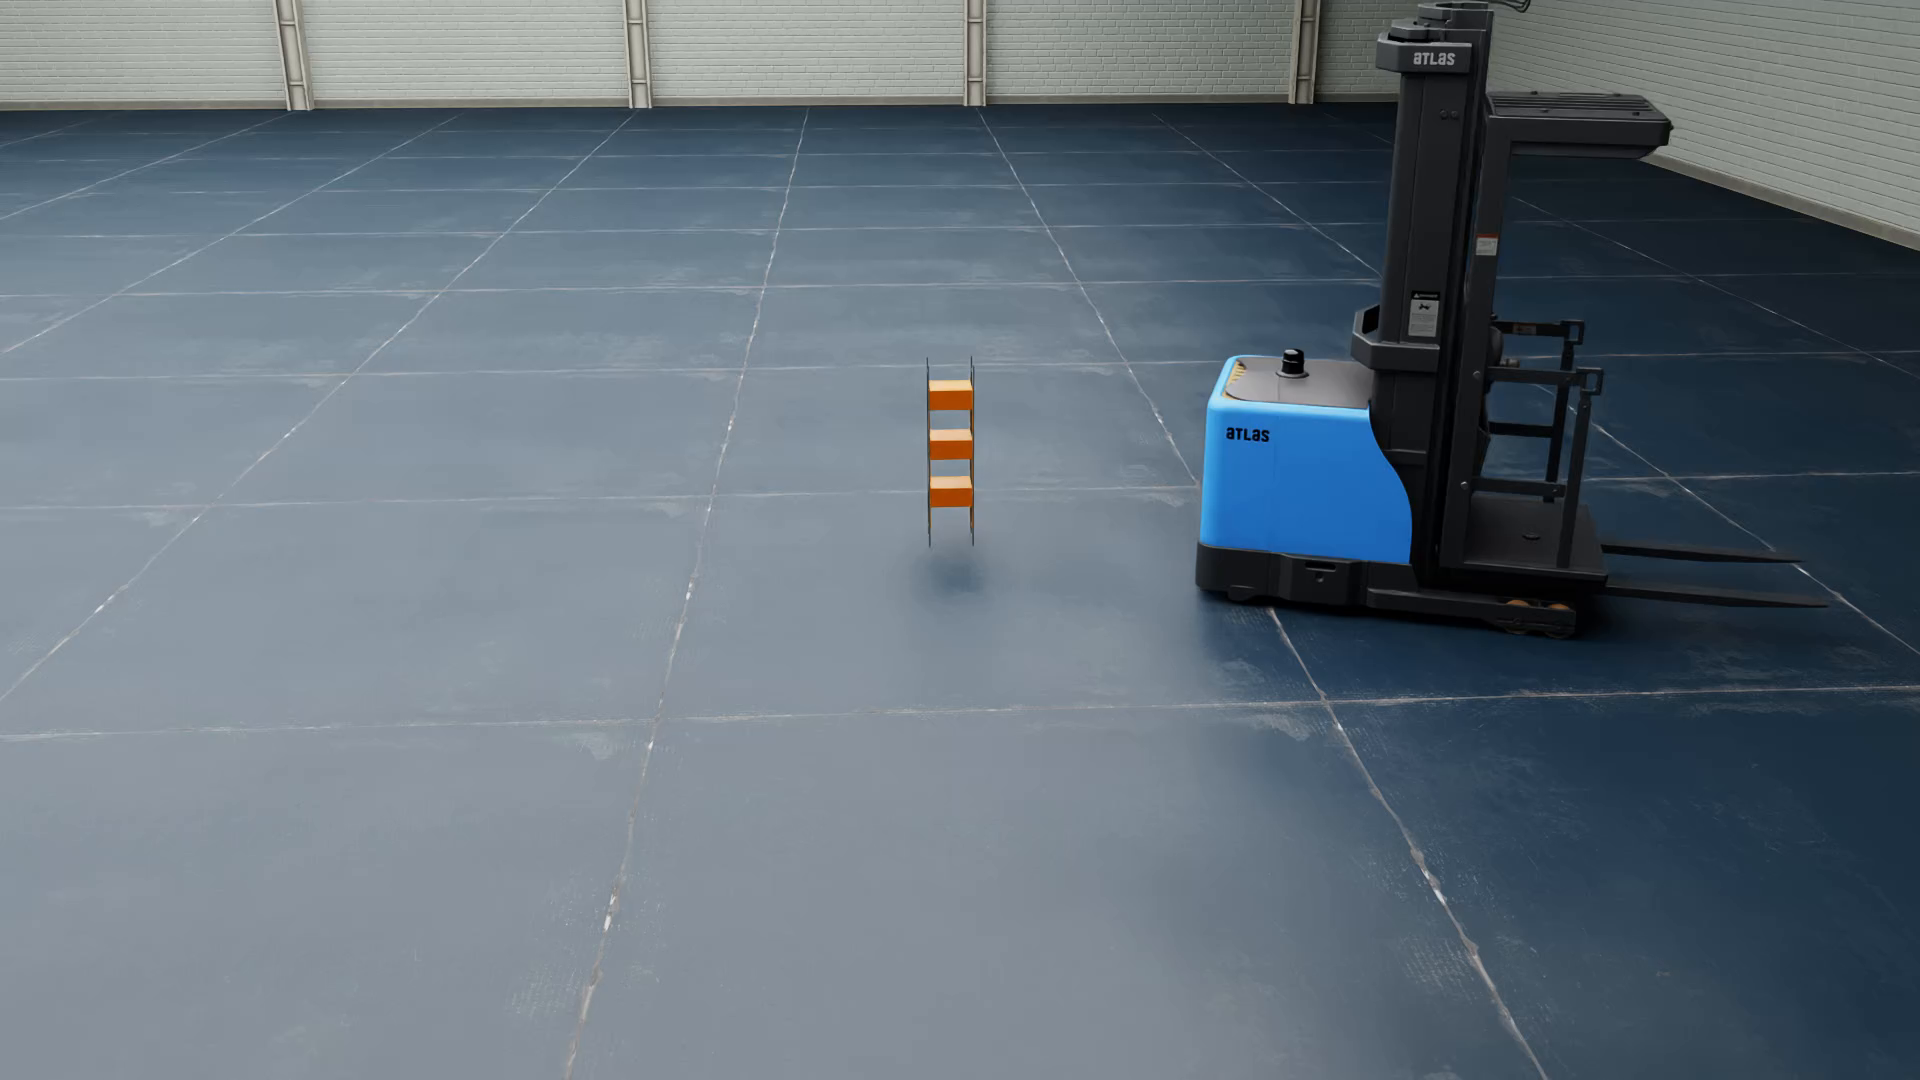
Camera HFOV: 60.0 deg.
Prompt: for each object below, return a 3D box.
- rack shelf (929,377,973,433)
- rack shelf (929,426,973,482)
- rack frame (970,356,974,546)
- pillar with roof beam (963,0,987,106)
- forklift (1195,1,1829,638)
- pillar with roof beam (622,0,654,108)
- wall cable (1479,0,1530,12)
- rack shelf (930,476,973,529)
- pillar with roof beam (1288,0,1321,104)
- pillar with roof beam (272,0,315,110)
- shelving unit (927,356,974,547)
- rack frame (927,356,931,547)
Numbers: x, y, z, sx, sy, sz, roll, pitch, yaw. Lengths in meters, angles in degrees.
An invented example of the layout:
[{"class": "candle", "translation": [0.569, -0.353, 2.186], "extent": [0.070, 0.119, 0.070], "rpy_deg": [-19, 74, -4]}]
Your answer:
[{"class": "rack shelf", "translation": [-0.053, -0.745, 9.171], "extent": [0.240, 0.259, 0.215], "rpy_deg": [-1, 21, -3]}, {"class": "rack shelf", "translation": [-0.053, -0.480, 9.272], "extent": [0.240, 0.259, 0.215], "rpy_deg": [-1, 21, -3]}, {"class": "rack frame", "translation": [0.068, -0.492, 9.275], "extent": [0.008, 1.050, 0.200], "rpy_deg": [-1, 21, -3]}, {"class": "pillar with roof beam", "translation": [0.510, -10.582, 24.605], "extent": [0.400, 9.000, 9.100], "rpy_deg": [-1, 21, -3]}, {"class": "forklift", "translation": [2.801, -1.095, 8.215], "extent": [3.031, 2.935, 1.130], "rpy_deg": [5, 21, 14]}, {"class": "pillar with roof beam", "translation": [-5.480, -10.460, 24.285], "extent": [0.400, 9.000, 9.100], "rpy_deg": [-1, 21, -3]}, {"class": "wall cable", "translation": [9.271, -10.372, 28.417], "extent": [0.112, 2.526, 3.097], "rpy_deg": [-1, 21, -3]}, {"class": "rack shelf", "translation": [-0.053, -0.220, 9.371], "extent": [0.240, 0.259, 0.215], "rpy_deg": [-1, 21, -3]}, {"class": "pillar with roof beam", "translation": [6.501, -10.704, 24.925], "extent": [0.400, 9.000, 9.100], "rpy_deg": [-1, 21, -3]}, {"class": "pillar with roof beam", "translation": [-11.470, -10.338, 23.965], "extent": [0.400, 9.000, 9.100], "rpy_deg": [-1, 21, -3]}, {"class": "shelving unit", "translation": [-0.053, -0.490, 9.268], "extent": [0.252, 1.050, 0.215], "rpy_deg": [-1, 21, -3]}, {"class": "rack frame", "translation": [-0.175, -0.487, 9.262], "extent": [0.008, 1.050, 0.200], "rpy_deg": [-1, 21, -3]}]
